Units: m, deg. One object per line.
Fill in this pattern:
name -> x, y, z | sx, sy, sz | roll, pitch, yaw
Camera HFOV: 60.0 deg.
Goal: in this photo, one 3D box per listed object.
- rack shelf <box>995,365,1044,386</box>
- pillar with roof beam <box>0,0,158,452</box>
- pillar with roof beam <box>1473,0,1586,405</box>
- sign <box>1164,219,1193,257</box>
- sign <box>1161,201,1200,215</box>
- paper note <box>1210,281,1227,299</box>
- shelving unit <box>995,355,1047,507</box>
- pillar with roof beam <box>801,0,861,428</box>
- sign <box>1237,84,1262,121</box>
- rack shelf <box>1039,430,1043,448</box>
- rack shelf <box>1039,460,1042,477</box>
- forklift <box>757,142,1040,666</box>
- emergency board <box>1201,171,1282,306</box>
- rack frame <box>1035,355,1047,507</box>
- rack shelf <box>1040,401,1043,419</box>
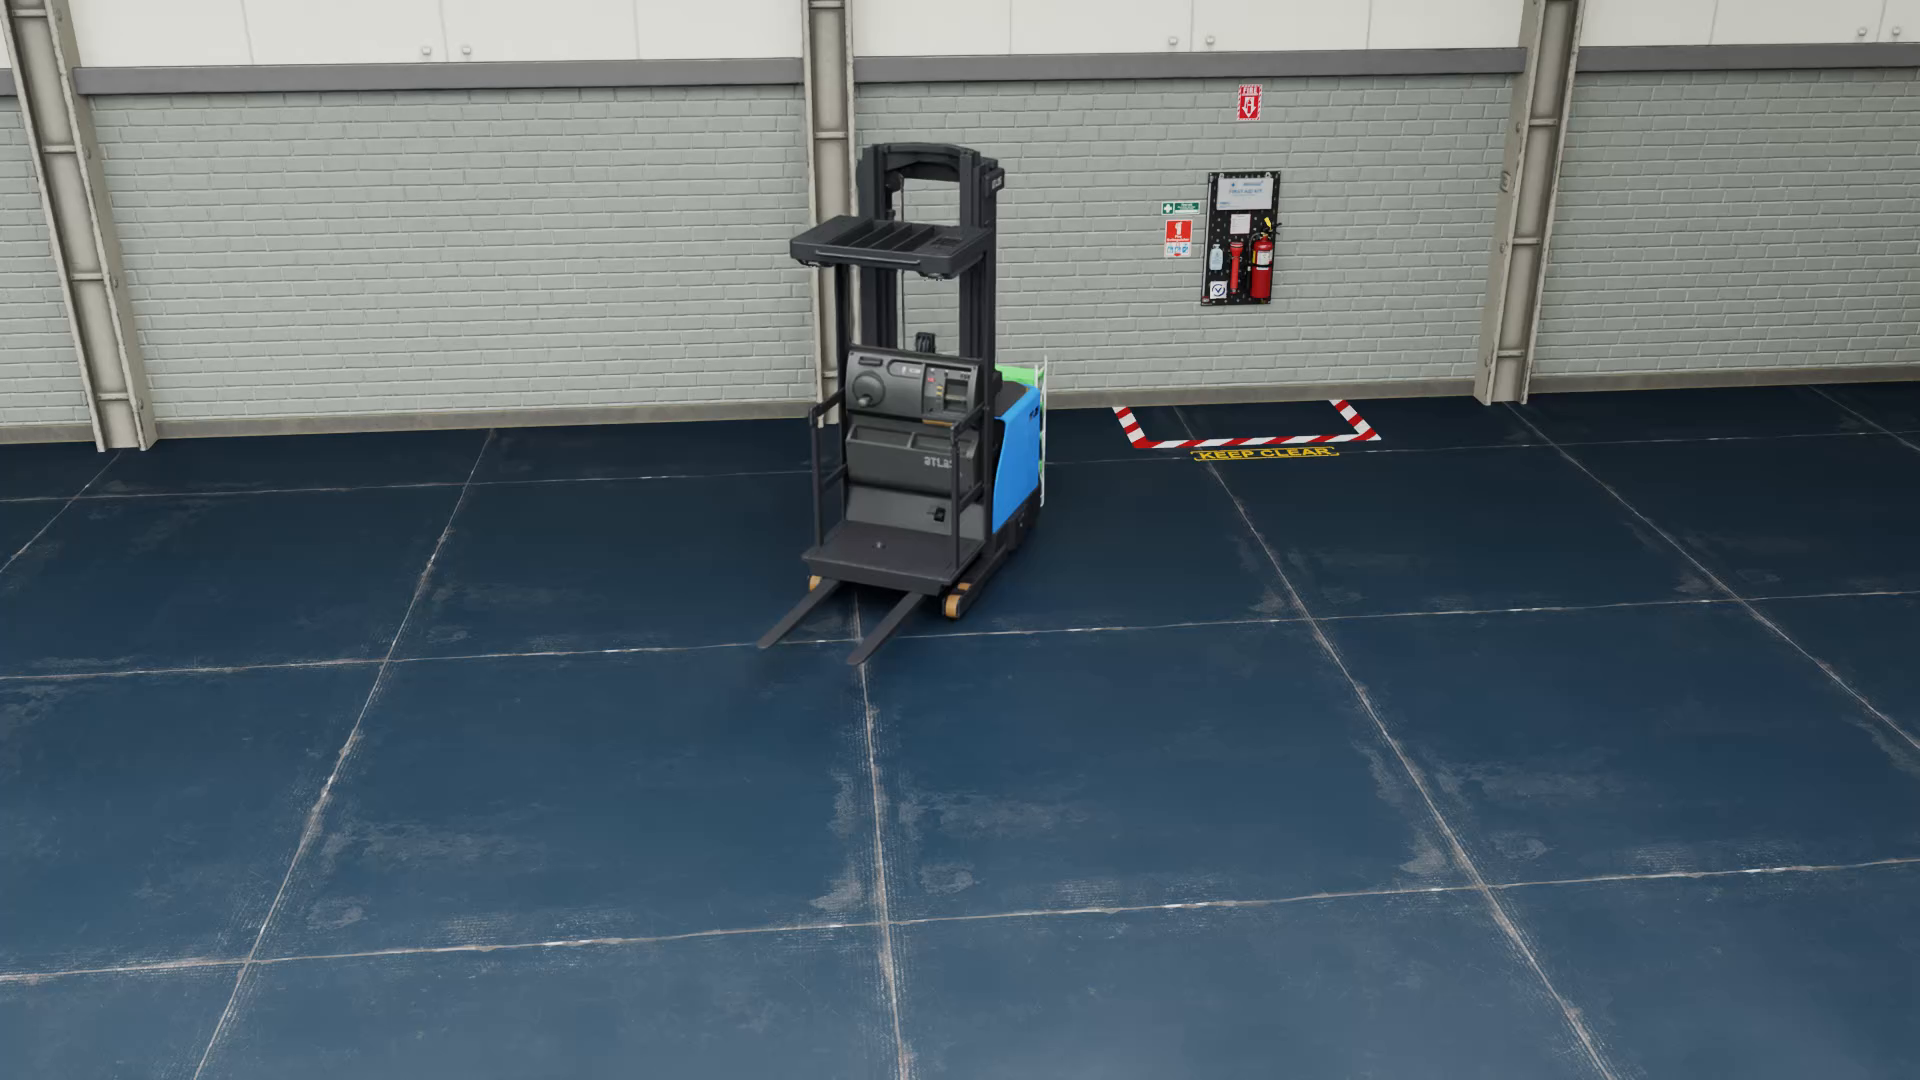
rack shelf -> 0.371, -1.197, 12.442 | 0.480, 0.148, 0.258 | 9, 25, 19
pillar with roof beam -> -6.608, -3.178, 8.321 | 0.400, 9.000, 9.100 | -2, 24, -5
pillar with roof beam -> 5.334, -3.657, 9.399 | 0.400, 9.000, 9.100 | -2, 24, -5
sign -> 1.888, -2.609, 14.382 | 0.234, 0.329, 0.001 | -2, 24, -5
sign -> 1.893, -2.847, 14.267 | 0.331, 0.109, 0.001 | -2, 24, -5
paper note -> 2.265, -2.191, 14.571 | 0.142, 0.148, 0.016 | -2, 24, -5
shelving unit -> 0.371, -0.817, 12.611 | 0.503, 1.200, 0.258 | 9, 25, 19
pillar with roof beam -> -0.637, -3.418, 8.860 | 0.400, 9.000, 9.100 | -2, 24, -5
sign -> 2.430, -3.672, 13.964 | 0.199, 0.298, 0.001 | -2, 24, -5
rack shelf -> 0.371, -0.759, 12.637 | 0.480, 0.148, 0.258 | 9, 25, 19
rack shelf -> 0.371, -0.539, 12.734 | 0.480, 0.148, 0.258 | 9, 25, 19
forklift -> -0.399, -1.004, 10.901 | 1.130, 2.935, 3.031 | 9, 25, 19
emergency board -> 2.448, -2.573, 14.345 | 0.643, 1.169, 0.194 | -2, 24, -5
rack frame -> 0.599, -0.782, 12.531 | 0.015, 1.200, 0.240 | 9, 25, 19
rack shelf -> 0.371, -0.978, 12.539 | 0.480, 0.148, 0.258 | 9, 25, 19
